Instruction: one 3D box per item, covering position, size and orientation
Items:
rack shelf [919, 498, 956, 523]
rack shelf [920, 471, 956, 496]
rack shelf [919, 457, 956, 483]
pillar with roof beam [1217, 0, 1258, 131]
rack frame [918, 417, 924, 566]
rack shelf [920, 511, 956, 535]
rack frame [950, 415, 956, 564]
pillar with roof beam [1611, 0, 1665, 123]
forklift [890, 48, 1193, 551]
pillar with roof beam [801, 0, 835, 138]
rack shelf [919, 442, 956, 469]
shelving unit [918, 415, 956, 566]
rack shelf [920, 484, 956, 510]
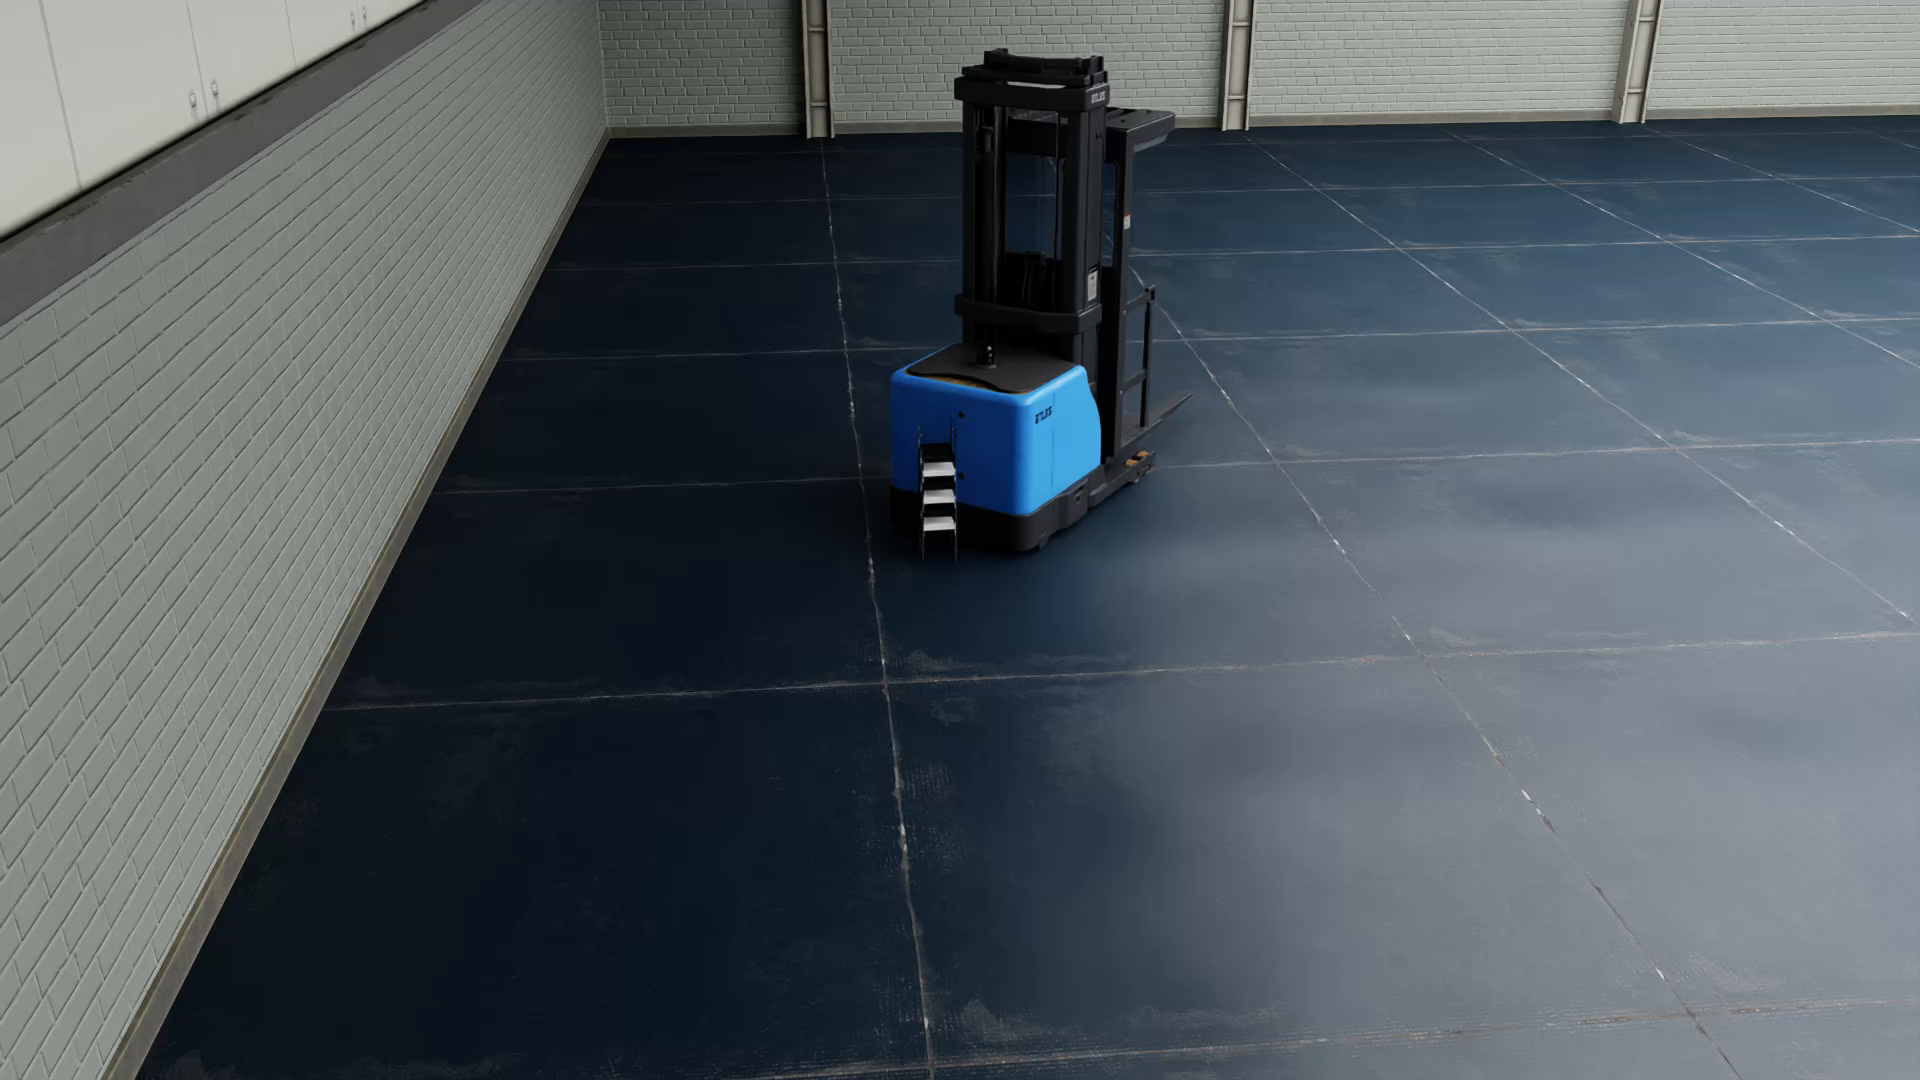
[{"bbox_3d":[-0.142,-0.193,10.379,0.200,0.077,0.258,-3,24,-7],"label":"rack shelf"},{"bbox_3d":[-0.142,-0.357,10.306,0.200,0.077,0.258,-3,24,-7],"label":"rack shelf"},{"bbox_3d":[-0.142,-0.439,10.270,0.200,0.077,0.258,-3,24,-7],"label":"rack shelf"},{"bbox_3d":[4.403,-8.377,18.518,0.400,9.000,9.100,-2,24,-5],"label":"pillar with roof beam"},{"bbox_3d":[-0.243,-0.300,10.318,0.006,0.900,0.240,-3,24,-7],"label":"rack frame"},{"bbox_3d":[-0.142,-0.111,10.416,0.200,0.077,0.258,-3,24,-7],"label":"rack shelf"},{"bbox_3d":[-0.041,-0.311,10.341,0.006,0.900,0.240,-3,24,-7],"label":"rack frame"},{"bbox_3d":[10.374,-8.617,19.057,0.400,9.000,9.100,-2,24,-5],"label":"pillar with roof beam"},{"bbox_3d":[0.732,-1.823,11.242,1.130,2.935,3.031,14,27,28],"label":"forklift"},{"bbox_3d":[-1.568,-8.138,17.979,0.400,9.000,9.100,-2,24,-5],"label":"pillar with roof beam"},{"bbox_3d":[-0.142,-0.522,10.233,0.200,0.077,0.258,-3,24,-7],"label":"rack shelf"},{"bbox_3d":[-0.142,-0.305,10.329,0.210,0.900,0.258,-3,24,-7],"label":"shelving unit"},{"bbox_3d":[-0.142,-0.275,10.343,0.200,0.077,0.258,-3,24,-7],"label":"rack shelf"}]
